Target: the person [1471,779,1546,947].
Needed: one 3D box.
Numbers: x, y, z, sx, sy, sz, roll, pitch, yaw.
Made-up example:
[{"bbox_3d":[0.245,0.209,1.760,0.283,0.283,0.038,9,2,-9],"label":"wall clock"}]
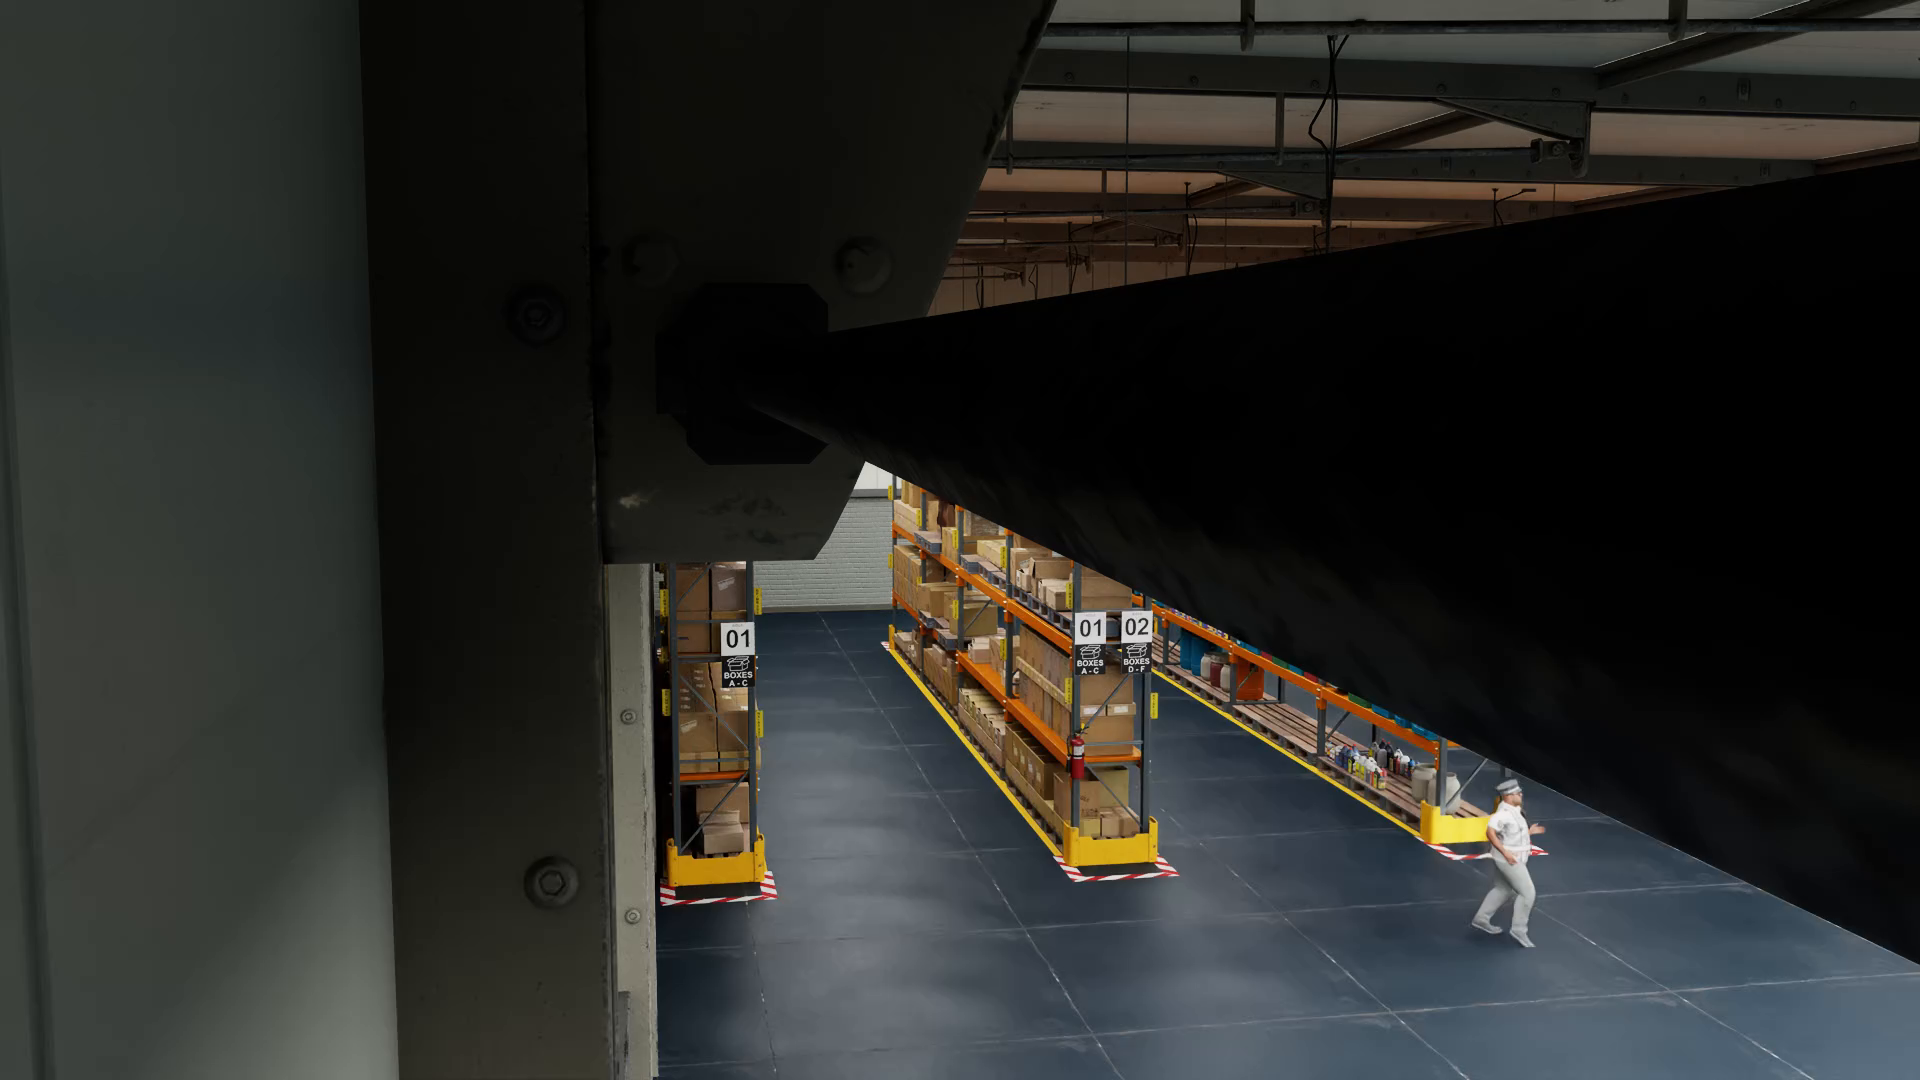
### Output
[{"bbox_3d":[5.981,3.510,18.102,0.745,1.856,0.641,1,6,13],"label":"person"}]
